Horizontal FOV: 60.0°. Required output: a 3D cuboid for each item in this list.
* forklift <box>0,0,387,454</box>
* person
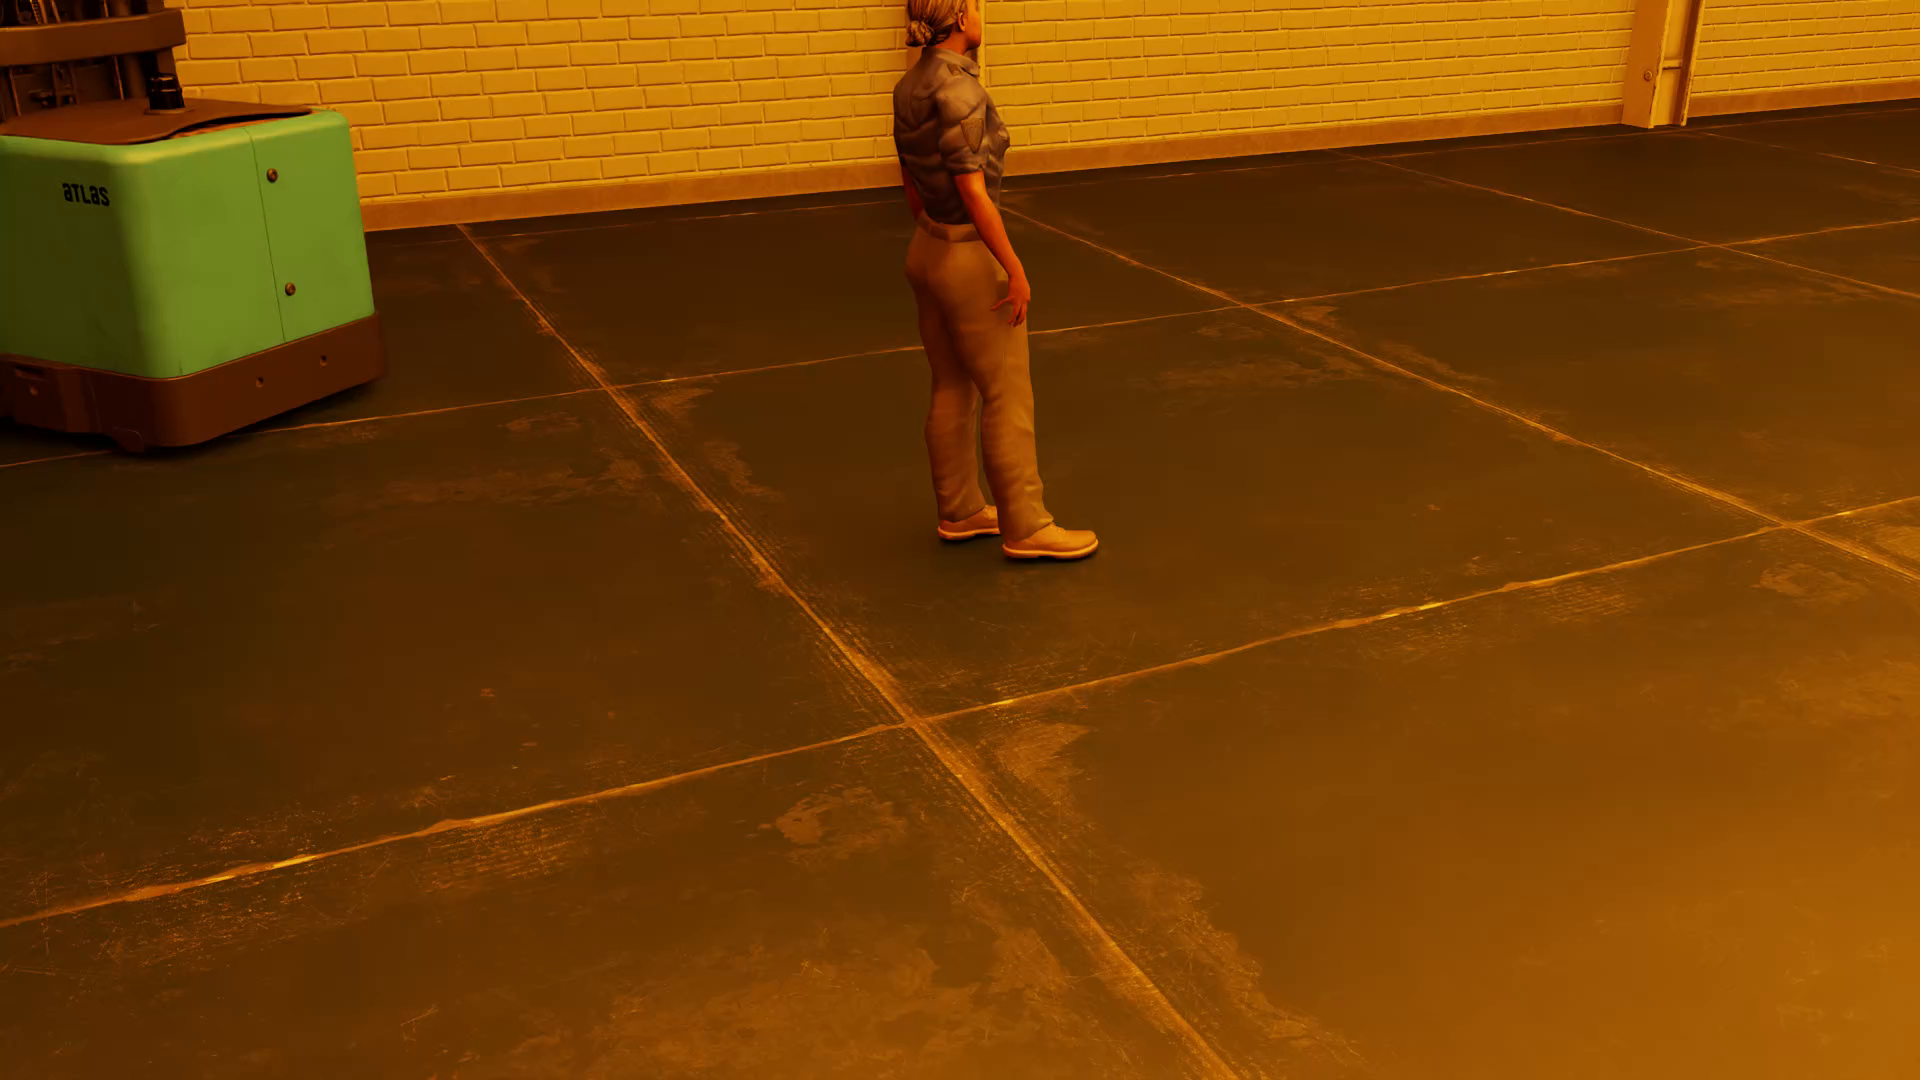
[{"bbox_3d":[-3.793,-2.021,6.152,3.031,2.935,1.130,10,25,23],"label":"forklift"},{"bbox_3d":[0.088,-0.778,4.805,0.503,1.656,0.570,-10,25,-23],"label":"person"}]
